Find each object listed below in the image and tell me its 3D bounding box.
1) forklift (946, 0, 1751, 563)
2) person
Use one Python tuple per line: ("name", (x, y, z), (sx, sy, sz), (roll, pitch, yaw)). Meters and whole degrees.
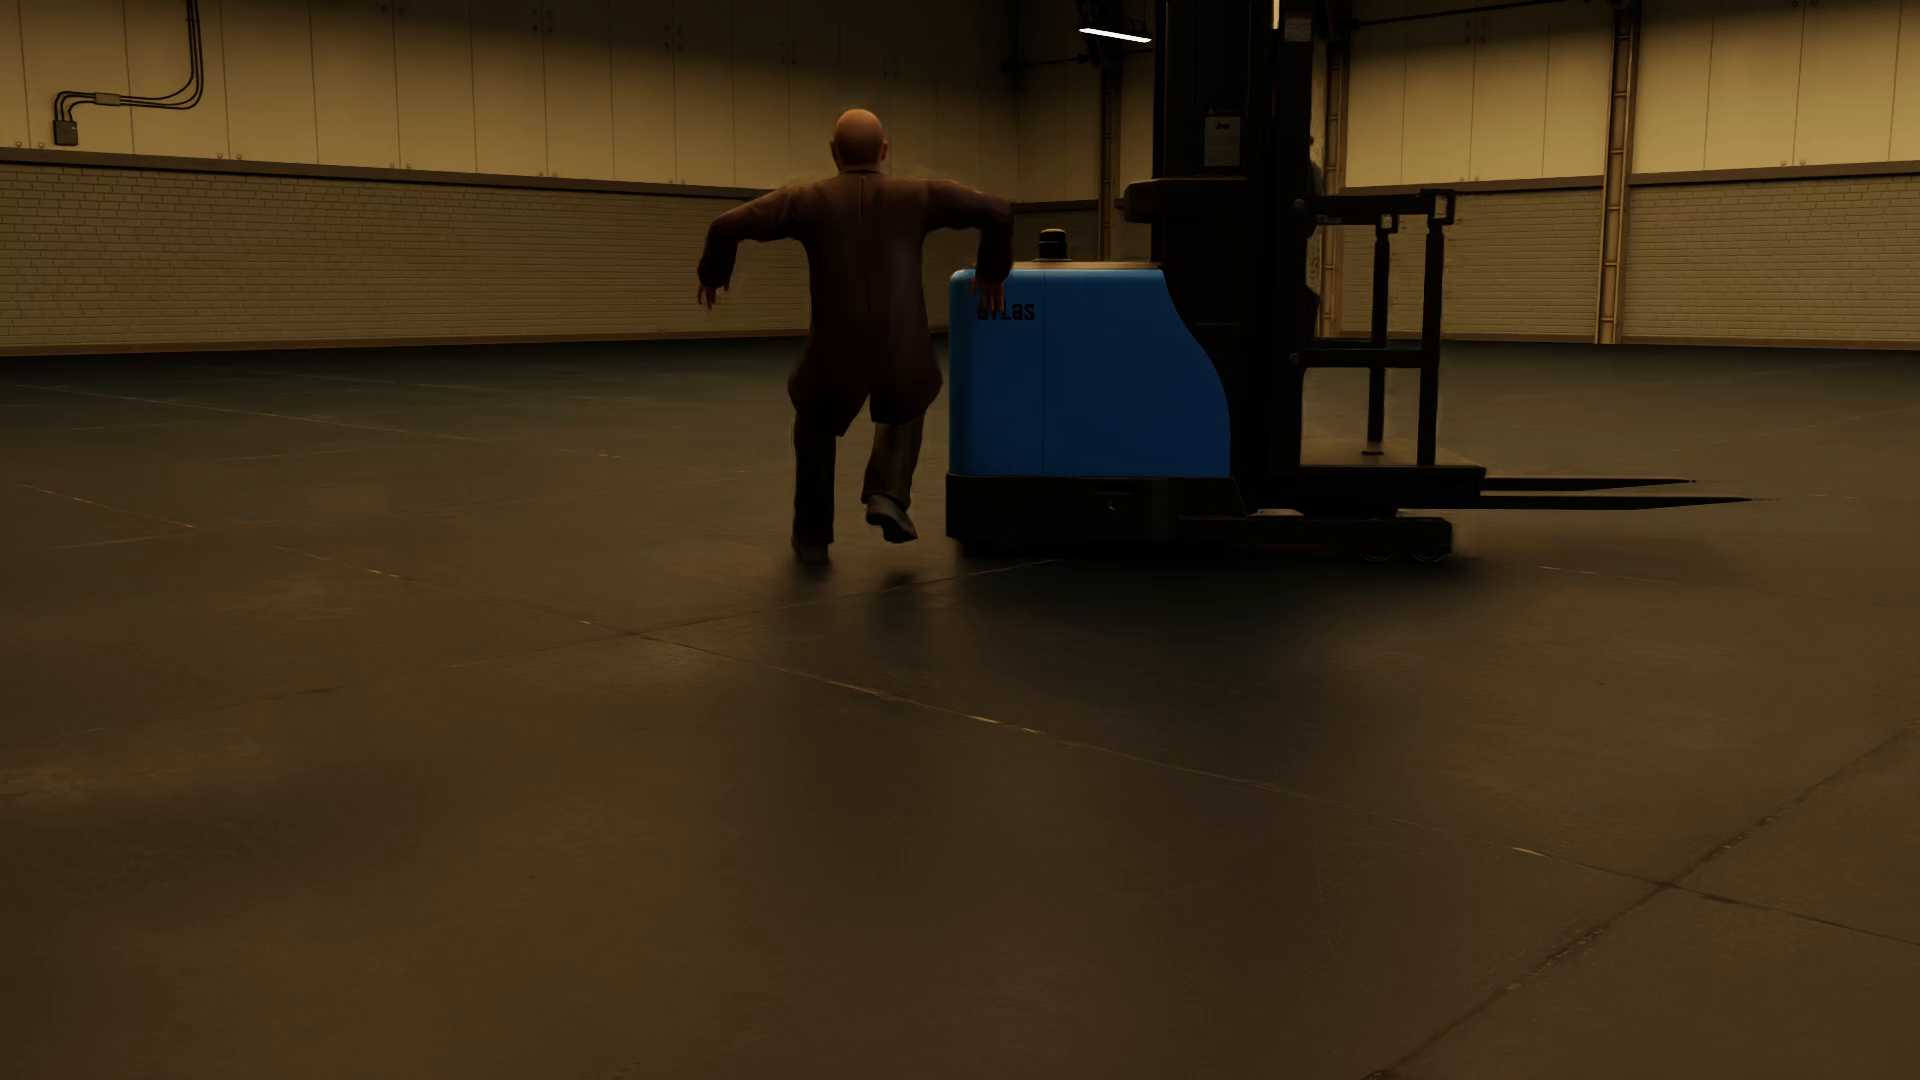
("forklift", (1.482, -1.446, 6.474), (3.031, 2.935, 1.130), (0, 9, 3))
("person", (-0.378, -0.617, 6.025), (1.125, 1.429, 0.854), (-1, 9, -4))
